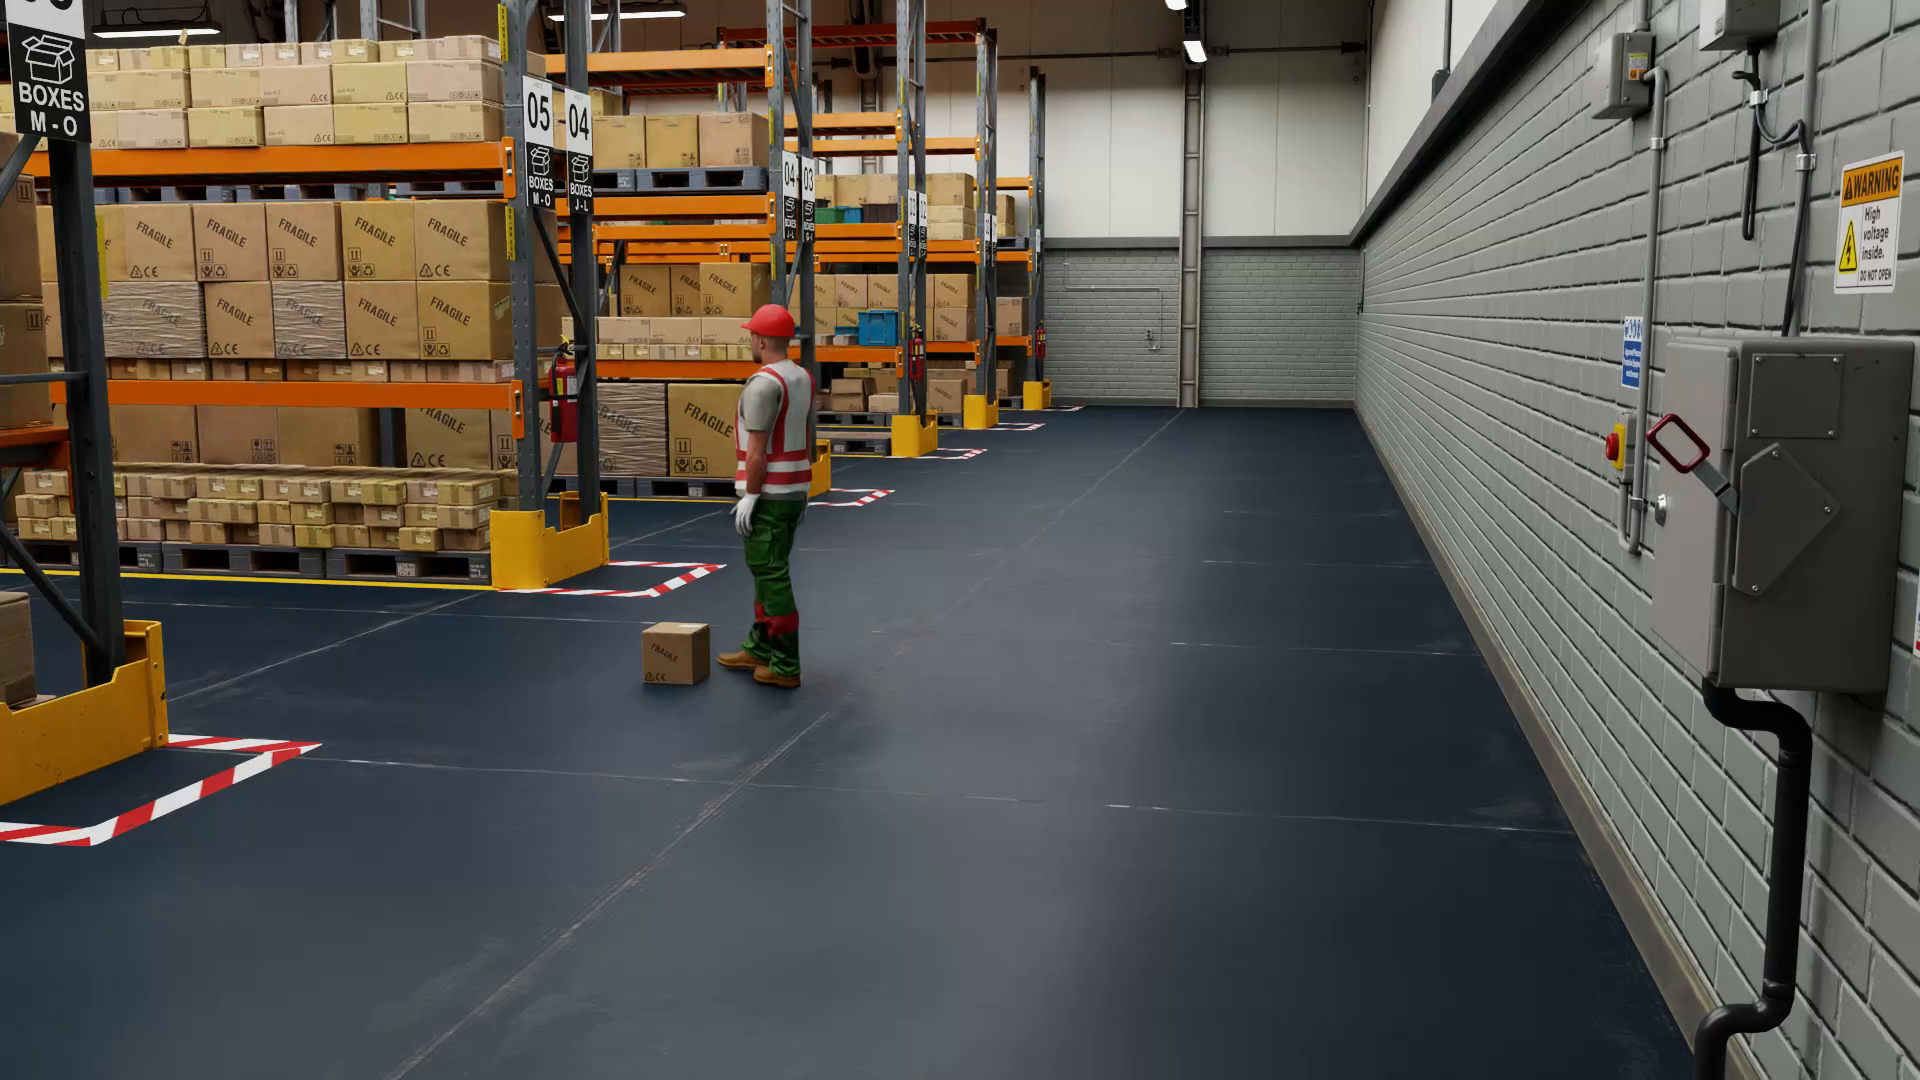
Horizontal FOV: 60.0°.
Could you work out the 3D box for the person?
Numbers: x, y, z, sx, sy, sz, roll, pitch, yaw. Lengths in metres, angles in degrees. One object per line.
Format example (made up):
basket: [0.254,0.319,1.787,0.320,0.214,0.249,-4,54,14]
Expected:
person: [-0.996,-0.214,7.879,0.593,1.788,0.546,3,8,22]
